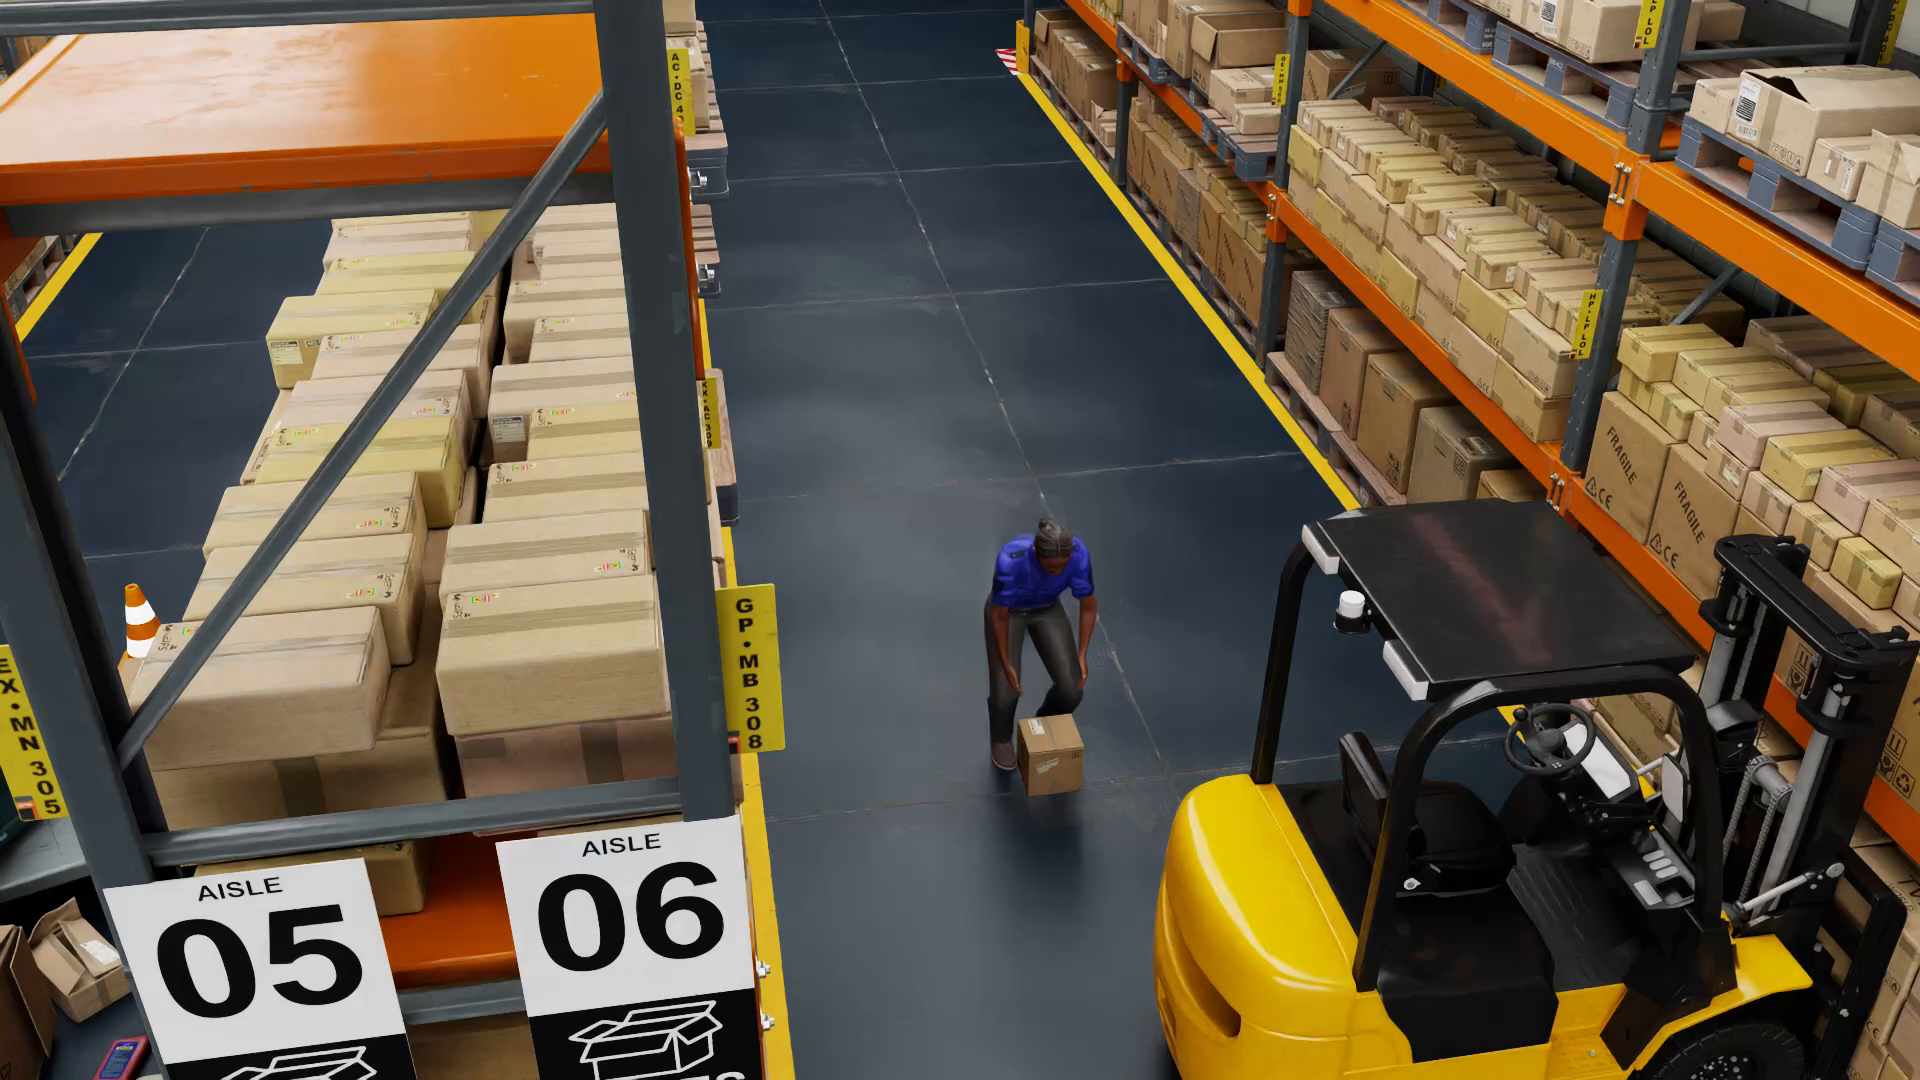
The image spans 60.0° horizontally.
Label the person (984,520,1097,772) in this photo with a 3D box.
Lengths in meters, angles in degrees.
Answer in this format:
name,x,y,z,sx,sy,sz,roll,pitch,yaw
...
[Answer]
name,x,y,z,sx,sy,sz,roll,pitch,yaw
person,0.366,0.432,7.685,0.495,1.391,0.616,-5,31,-9
